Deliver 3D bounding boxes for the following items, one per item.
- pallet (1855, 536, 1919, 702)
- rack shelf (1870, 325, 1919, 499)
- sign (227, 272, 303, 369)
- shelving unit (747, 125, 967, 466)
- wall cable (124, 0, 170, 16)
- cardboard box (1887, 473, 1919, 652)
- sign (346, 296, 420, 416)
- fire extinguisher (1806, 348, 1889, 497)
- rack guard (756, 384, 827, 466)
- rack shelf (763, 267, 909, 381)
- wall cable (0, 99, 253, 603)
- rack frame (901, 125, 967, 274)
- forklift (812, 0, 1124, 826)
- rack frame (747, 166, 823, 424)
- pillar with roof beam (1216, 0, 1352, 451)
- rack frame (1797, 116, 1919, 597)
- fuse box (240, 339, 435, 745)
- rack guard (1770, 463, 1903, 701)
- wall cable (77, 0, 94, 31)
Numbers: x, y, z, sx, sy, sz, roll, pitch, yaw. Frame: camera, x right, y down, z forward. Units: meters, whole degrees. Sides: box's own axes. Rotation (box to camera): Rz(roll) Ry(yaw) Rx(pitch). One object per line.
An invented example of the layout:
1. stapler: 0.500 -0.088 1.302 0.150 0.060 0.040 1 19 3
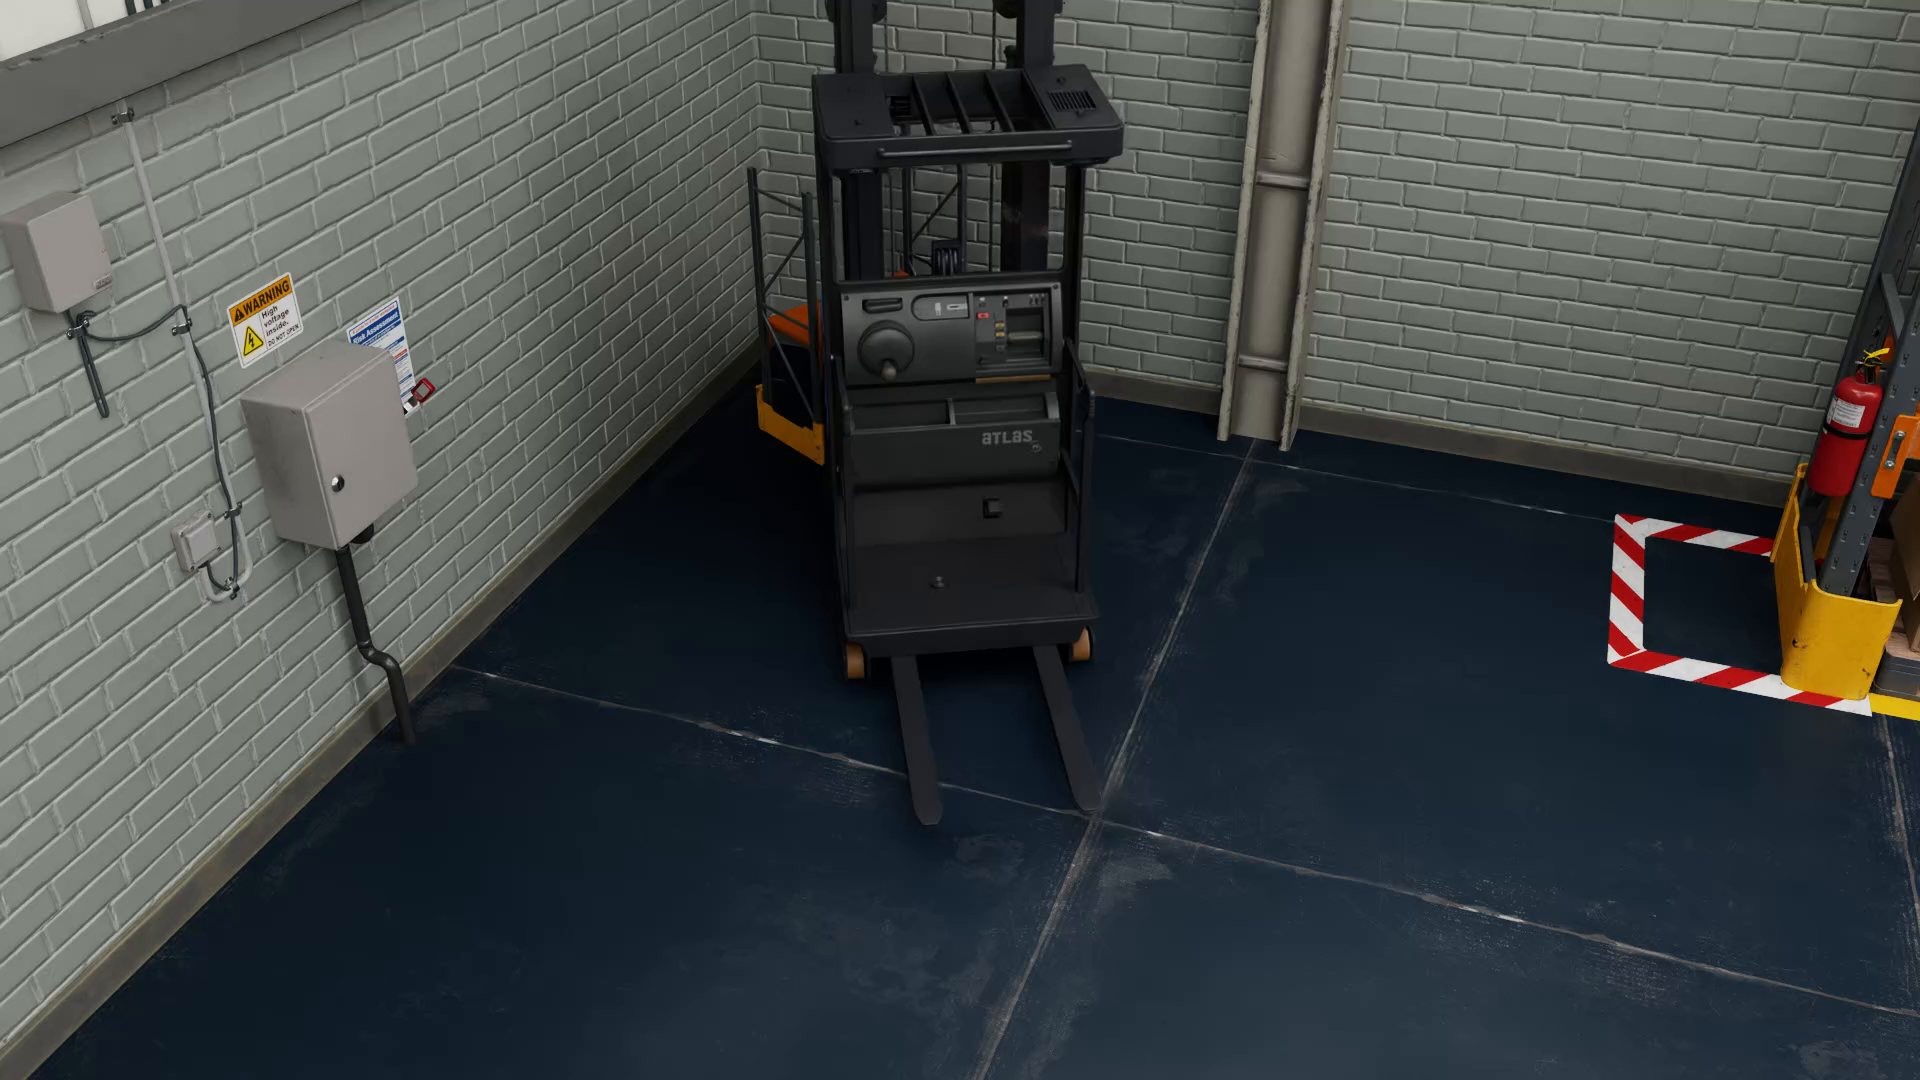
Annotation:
1. pallet: 4.698 0.431 7.388 1.213 0.211 1.003 11 34 16
2. rack shelf: 5.758 -0.232 6.507 4.000 0.370 1.077 11 34 16
3. sign: -2.479 -0.787 5.943 0.001 0.242 0.339 11 34 16
4. shelving unit: -0.527 -1.335 8.935 1.083 1.500 0.587 -26 41 -34
5. wall cable: -2.014 -3.597 5.491 0.133 3.039 2.988 11 34 16
6. cardboard box: 4.419 0.133 7.194 0.637 0.503 0.797 10 34 15
7. sign: -2.294 -0.681 6.627 0.001 0.494 0.329 11 34 16
8. fire extinguisher: 3.581 -0.502 6.677 0.183 0.674 0.296 11 34 16
9. rack guard: -0.899 -0.630 8.996 0.087 0.250 0.587 -26 41 -34
10. rack shelf: -0.520 -1.187 9.038 1.000 0.185 0.538 -26 41 -34
11. wall cable: -2.644 -0.538 5.381 0.122 1.984 0.588 11 34 16
12. rack frame: -0.141 -1.522 9.225 0.032 1.500 0.500 -26 41 -34
13. forklift: -0.001 -0.820 6.818 1.130 2.935 3.031 -4 33 -6
14. rack frame: -0.900 -1.155 8.656 0.032 1.500 0.500 -26 41 -34
15. pillar with roof beam: 0.189 -2.176 3.324 0.400 9.000 9.100 11 34 16
16. rack frame: 3.875 -0.900 6.879 0.127 3.000 1.000 11 34 16
17. fuse box: -2.266 0.111 6.501 0.414 1.711 0.539 11 34 16
18. rack guard: 3.947 0.164 7.535 0.348 0.500 1.175 11 34 16
19. wall cable: -2.989 -2.166 3.308 0.029 3.000 2.355 11 34 16
